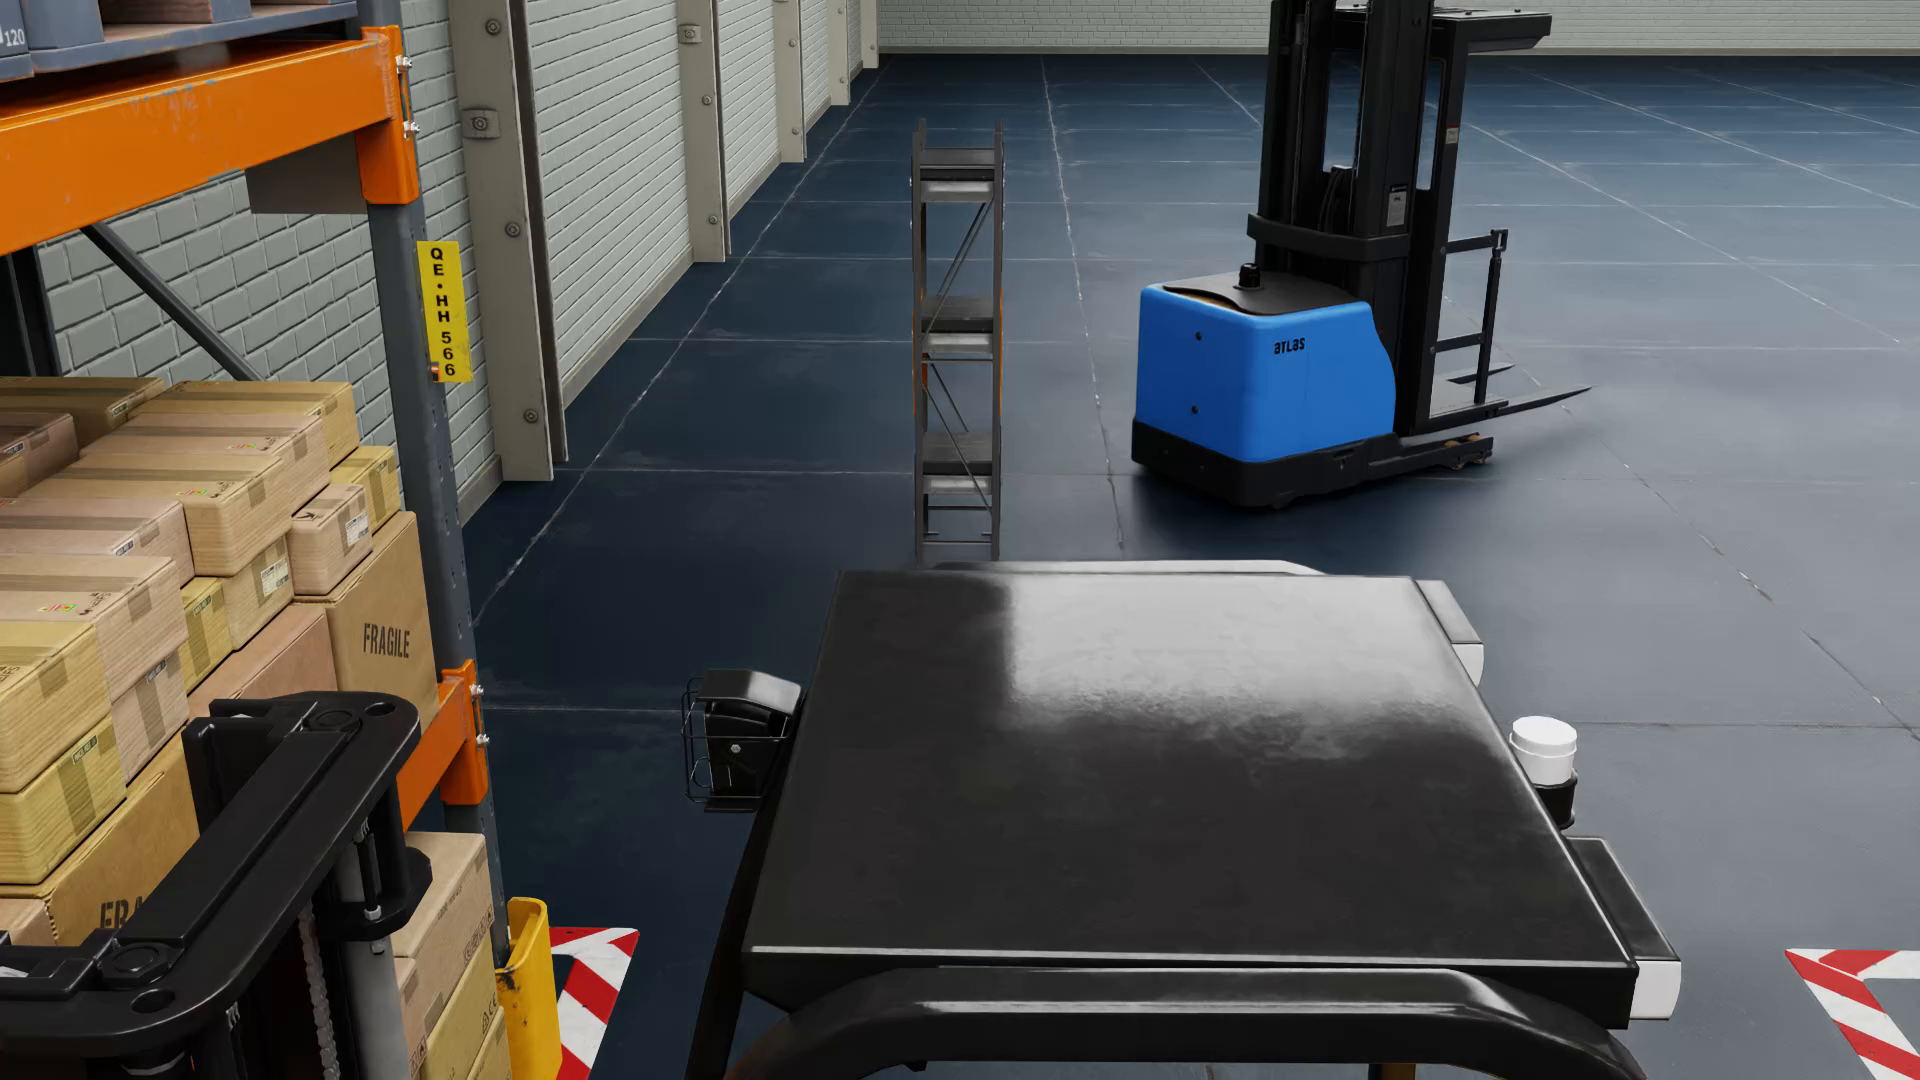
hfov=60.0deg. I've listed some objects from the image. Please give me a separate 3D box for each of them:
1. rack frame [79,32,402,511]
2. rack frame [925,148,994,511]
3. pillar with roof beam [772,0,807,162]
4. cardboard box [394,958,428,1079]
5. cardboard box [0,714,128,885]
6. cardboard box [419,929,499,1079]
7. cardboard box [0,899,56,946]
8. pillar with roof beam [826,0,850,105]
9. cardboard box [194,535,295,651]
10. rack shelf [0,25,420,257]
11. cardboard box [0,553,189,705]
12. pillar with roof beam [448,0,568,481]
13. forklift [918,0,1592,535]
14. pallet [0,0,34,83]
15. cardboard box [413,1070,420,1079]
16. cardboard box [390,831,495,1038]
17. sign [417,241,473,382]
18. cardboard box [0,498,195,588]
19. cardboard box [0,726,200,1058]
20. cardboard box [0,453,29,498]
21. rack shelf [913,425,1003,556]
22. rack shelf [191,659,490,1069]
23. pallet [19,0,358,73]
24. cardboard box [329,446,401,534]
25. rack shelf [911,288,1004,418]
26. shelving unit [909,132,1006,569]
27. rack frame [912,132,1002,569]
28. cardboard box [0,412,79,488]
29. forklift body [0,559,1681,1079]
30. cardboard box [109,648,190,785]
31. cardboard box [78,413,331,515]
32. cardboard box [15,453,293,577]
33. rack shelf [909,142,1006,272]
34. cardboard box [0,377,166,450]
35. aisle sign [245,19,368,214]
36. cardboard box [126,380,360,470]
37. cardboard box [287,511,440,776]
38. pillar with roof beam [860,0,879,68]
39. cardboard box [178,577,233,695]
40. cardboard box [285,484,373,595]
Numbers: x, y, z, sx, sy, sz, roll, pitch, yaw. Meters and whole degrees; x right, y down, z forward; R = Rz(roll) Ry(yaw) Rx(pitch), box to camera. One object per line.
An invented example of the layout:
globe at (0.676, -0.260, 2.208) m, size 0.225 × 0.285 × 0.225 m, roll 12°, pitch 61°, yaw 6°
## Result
rack frame at (-1.714, 0.122, 4.068) m, size 0.949 × 2.616 × 0.053 m, roll 1°, pitch 21°, yaw 2°
rack frame at (0.001, -1.007, 8.222) m, size 0.380 × 1.831 × 0.006 m, roll 1°, pitch 21°, yaw 2°
pillar with roof beam at (2.211, -8.894, 19.011) m, size 9.100 × 9.000 × 0.400 m, roll 1°, pitch 21°, yaw 2°
cardboard box at (-1.429, 1.097, 3.394) m, size 0.500 × 0.250 × 0.500 m, roll 1°, pitch 21°, yaw 3°
cardboard box at (-1.462, 0.366, 2.405) m, size 0.380 × 0.149 × 0.250 m, roll 1°, pitch 21°, yaw 2°
cardboard box at (-1.420, 1.154, 3.936) m, size 0.500 × 0.250 × 0.500 m, roll 0°, pitch 21°, yaw 1°
cardboard box at (-1.514, 0.811, 2.154) m, size 0.500 × 0.500 × 0.500 m, roll 1°, pitch 21°, yaw 2°
pillar with roof beam at (2.394, -11.063, 24.602) m, size 9.100 × 9.000 × 0.400 m, roll 1°, pitch 21°, yaw 2°
cardboard box at (-1.495, 0.087, 3.122) m, size 0.380 × 0.149 × 0.250 m, roll 1°, pitch 21°, yaw 3°
rack shelf at (-1.778, -0.218, 1.792) m, size 1.077 × 0.370 × 4.000 m, roll 1°, pitch 21°, yaw 2°
cardboard box at (-1.454, 0.135, 2.588) m, size 0.380 × 0.149 × 0.250 m, roll 1°, pitch 21°, yaw 3°
pillar with roof beam at (1.846, -4.555, 7.828) m, size 9.100 × 9.000 × 0.400 m, roll 1°, pitch 21°, yaw 2°
forklift at (1.855, -1.766, 9.028) m, size 4.560 × 2.935 × 1.130 m, roll -13°, pitch 25°, yaw -31°
pallet at (-1.799, -0.538, 1.743) m, size 1.003 × 0.211 × 1.213 m, roll 1°, pitch 21°, yaw 2°
cardboard box at (-1.446, 1.336, 3.469) m, size 0.500 × 0.250 × 0.500 m, roll 0°, pitch 21°, yaw 1°
cardboard box at (-1.419, 0.912, 3.870) m, size 0.500 × 0.250 × 0.500 m, roll 1°, pitch 21°, yaw 3°
sign at (-1.175, -0.517, 3.787) m, size 0.100 × 0.325 × 0.005 m, roll 1°, pitch 21°, yaw 2°
cardboard box at (-1.557, 0.040, 2.834) m, size 0.380 × 0.149 × 0.250 m, roll 1°, pitch 21°, yaw 2°
cardboard box at (-1.510, 0.629, 2.623) m, size 0.500 × 0.500 × 0.500 m, roll 0°, pitch 21°, yaw 1°
cardboard box at (-1.977, -0.057, 3.082) m, size 0.380 × 0.149 × 0.250 m, roll 1°, pitch 21°, yaw 3°
rack shelf at (-0.005, -0.254, 8.253) m, size 0.431 × 0.518 × 0.480 m, roll 1°, pitch 21°, yaw 2°
rack shelf at (-1.778, 1.181, 2.334) m, size 1.077 × 0.370 × 4.000 m, roll 1°, pitch 21°, yaw 2°
pallet at (-1.765, -0.980, 2.883) m, size 1.003 × 0.211 × 1.213 m, roll 1°, pitch 21°, yaw 2°
cardboard box at (-1.448, -0.099, 3.601) m, size 0.380 × 0.149 × 0.250 m, roll 1°, pitch 21°, yaw 2°
rack shelf at (-0.005, -0.906, 8.000) m, size 0.431 × 0.518 × 0.480 m, roll 1°, pitch 21°, yaw 2°
shelving unit at (-0.005, -0.918, 7.993) m, size 0.431 × 2.100 × 0.499 m, roll 1°, pitch 21°, yaw 2°
rack frame at (-0.012, -0.831, 7.767) m, size 0.400 × 2.100 × 0.015 m, roll 1°, pitch 21°, yaw 2°
cardboard box at (-2.012, -0.151, 3.326) m, size 0.380 × 0.149 × 0.250 m, roll 1°, pitch 21°, yaw 3°
forklift body at (0.049, 1.223, 2.403) m, size 2.313 × 2.155 × 1.214 m, roll 1°, pitch 21°, yaw 2°
cardboard box at (-1.475, 0.274, 2.641) m, size 0.380 × 0.149 × 0.250 m, roll 0°, pitch 21°, yaw 0°
cardboard box at (-1.494, -0.144, 3.308) m, size 0.380 × 0.149 × 0.250 m, roll 1°, pitch 21°, yaw 2°
cardboard box at (-1.475, -0.049, 3.063) m, size 0.380 × 0.149 × 0.250 m, roll 1°, pitch 21°, yaw 3°
rack shelf at (-0.005, -1.559, 7.747) m, size 0.431 × 0.518 × 0.480 m, roll 1°, pitch 21°, yaw 2°
cardboard box at (-1.941, -0.247, 3.572) m, size 0.380 × 0.149 × 0.250 m, roll 0°, pitch 21°, yaw 1°
aisle sign at (-1.422, -1.110, 3.650) m, size 0.394 × 0.787 × 0.004 m, roll 1°, pitch 21°, yaw 2°
cardboard box at (-1.517, -0.234, 3.539) m, size 0.380 × 0.149 × 0.250 m, roll 1°, pitch 21°, yaw 2°
cardboard box at (-1.470, 0.256, 3.584) m, size 0.500 × 0.500 × 0.500 m, roll 0°, pitch 21°, yaw 0°
pillar with roof beam at (2.576, -13.233, 30.193) m, size 9.100 × 9.000 × 0.400 m, roll 1°, pitch 21°, yaw 2°
cardboard box at (-1.514, 0.177, 2.892) m, size 0.380 × 0.149 × 0.250 m, roll 0°, pitch 21°, yaw 1°
cardboard box at (-1.426, -0.006, 3.362) m, size 0.380 × 0.149 × 0.250 m, roll 1°, pitch 21°, yaw 2°
